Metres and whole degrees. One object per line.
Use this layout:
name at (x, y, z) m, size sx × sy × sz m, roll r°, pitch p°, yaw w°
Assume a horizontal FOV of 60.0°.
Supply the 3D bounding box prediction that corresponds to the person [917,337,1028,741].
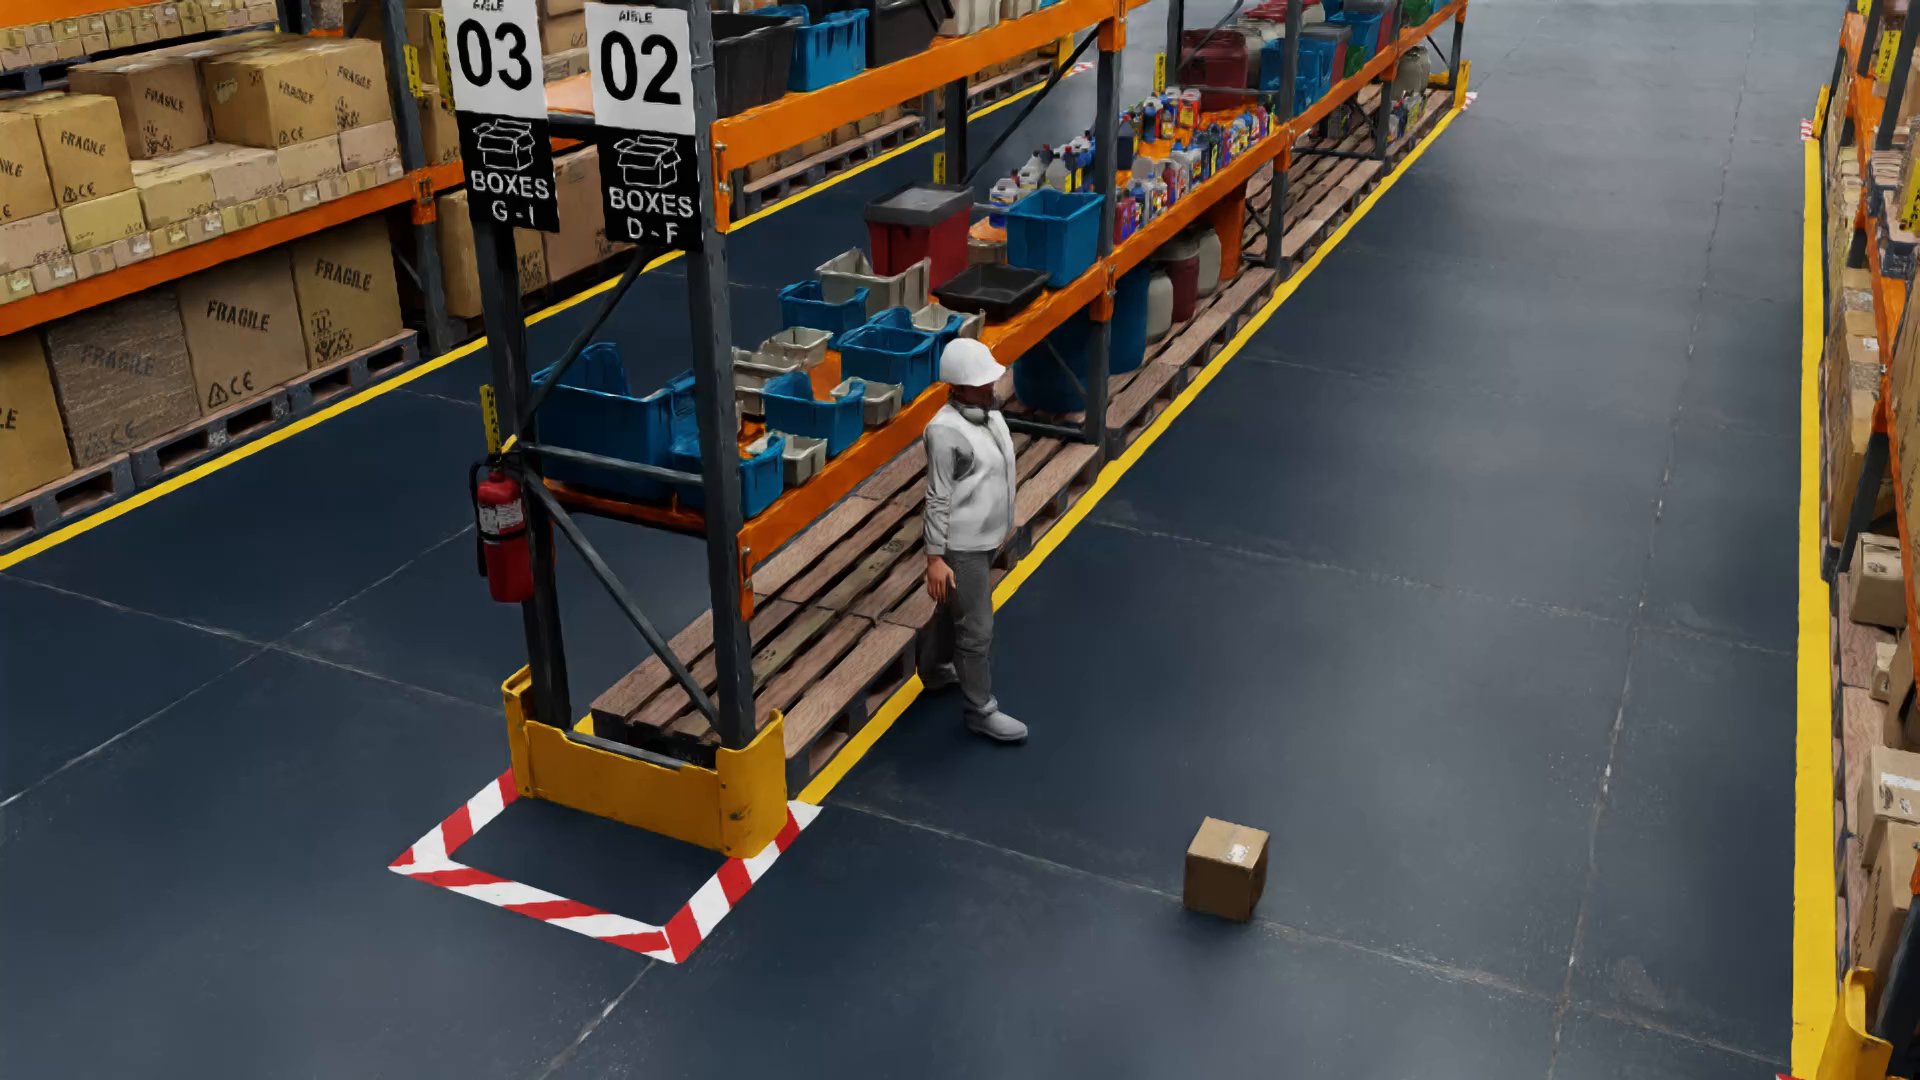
person at (0.049, -0.006, 7.092) m, size 0.615 × 1.774 × 0.727 m, roll 9°, pitch 27°, yaw 18°
